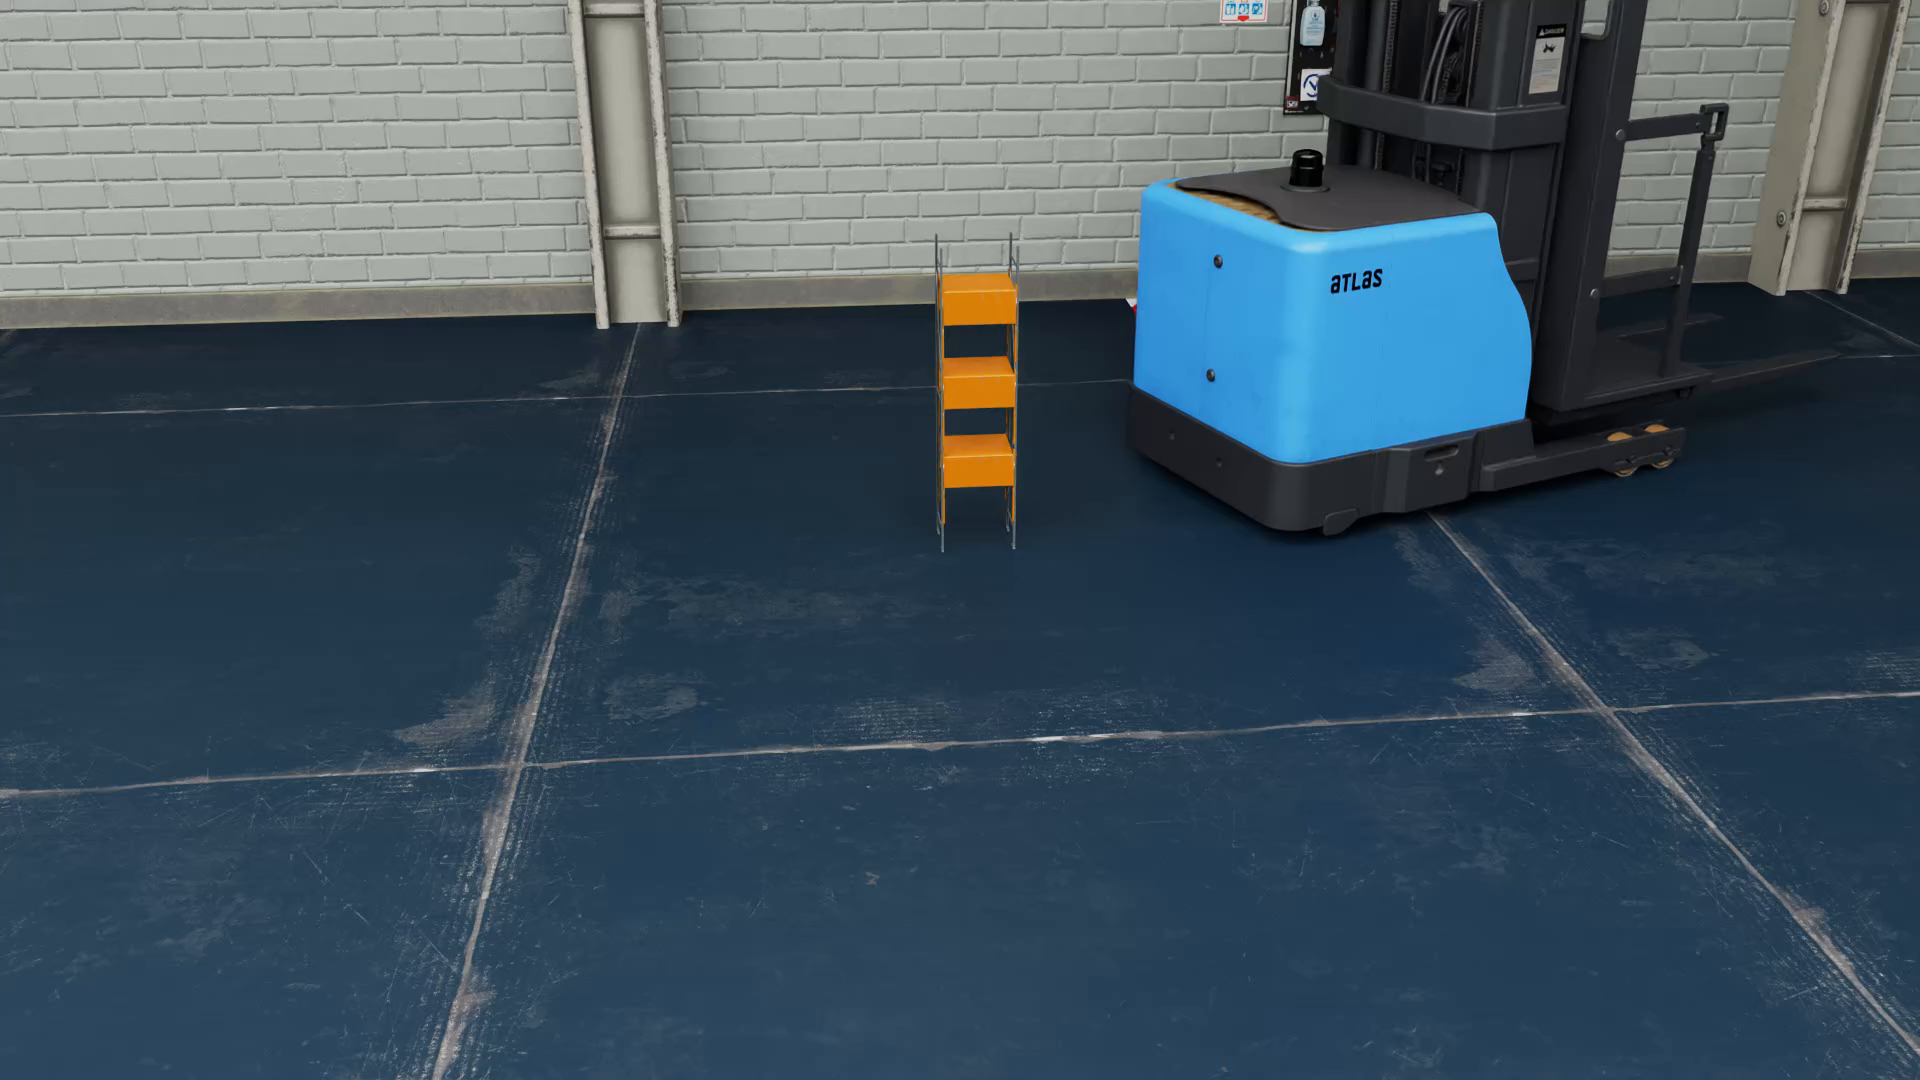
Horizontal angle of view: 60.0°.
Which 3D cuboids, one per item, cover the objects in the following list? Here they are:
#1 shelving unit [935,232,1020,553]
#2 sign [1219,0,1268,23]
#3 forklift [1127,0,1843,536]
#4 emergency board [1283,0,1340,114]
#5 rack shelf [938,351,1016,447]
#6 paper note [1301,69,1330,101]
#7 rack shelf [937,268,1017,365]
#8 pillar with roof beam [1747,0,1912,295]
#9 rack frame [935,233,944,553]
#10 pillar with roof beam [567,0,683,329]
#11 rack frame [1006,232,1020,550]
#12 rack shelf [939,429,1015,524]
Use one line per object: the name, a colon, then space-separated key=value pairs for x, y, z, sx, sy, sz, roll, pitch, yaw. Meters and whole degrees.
shelving unit: x=0.053 y=-0.482 z=5.542 sx=0.252 sy=1.050 sz=0.215 roll=-2 pitch=24 yaw=-5
sign: x=1.371 y=-2.657 z=7.991 sx=0.234 sy=0.329 sz=0.001 roll=-2 pitch=24 yaw=-5
forklift: x=2.194 y=-1.756 z=6.092 sx=3.031 sy=2.935 sz=1.130 roll=-12 pitch=27 yaw=-24
emergency board: x=1.932 y=-2.621 z=7.954 sx=0.643 sy=1.169 sz=0.194 roll=-2 pitch=24 yaw=-5
rack shelf: x=0.053 y=-0.472 z=5.546 sx=0.240 sy=0.259 sz=0.215 roll=-2 pitch=24 yaw=-5
paper note: x=1.749 y=-2.240 z=8.180 sx=0.142 sy=0.148 sz=0.016 roll=-2 pitch=24 yaw=-5
rack shelf: x=0.053 y=-0.732 z=5.431 sx=0.240 sy=0.259 sz=0.215 roll=-2 pitch=24 yaw=-5
pillar with roof beam: x=4.818 y=-3.706 z=3.008 sx=0.400 sy=9.000 sz=9.100 roll=-2 pitch=24 yaw=-5
rack frame: x=-0.068 y=-0.477 z=5.531 sx=0.008 sy=1.050 sz=0.200 roll=-2 pitch=24 yaw=-5
pillar with roof beam: x=-1.153 y=-3.466 z=2.469 sx=0.400 sy=9.000 sz=9.100 roll=-2 pitch=24 yaw=-5
rack frame: x=0.175 y=-0.487 z=5.553 sx=0.008 sy=1.050 sz=0.200 roll=-2 pitch=24 yaw=-5
rack shelf: x=0.053 y=-0.218 z=5.659 sx=0.240 sy=0.259 sz=0.215 roll=-2 pitch=24 yaw=-5
